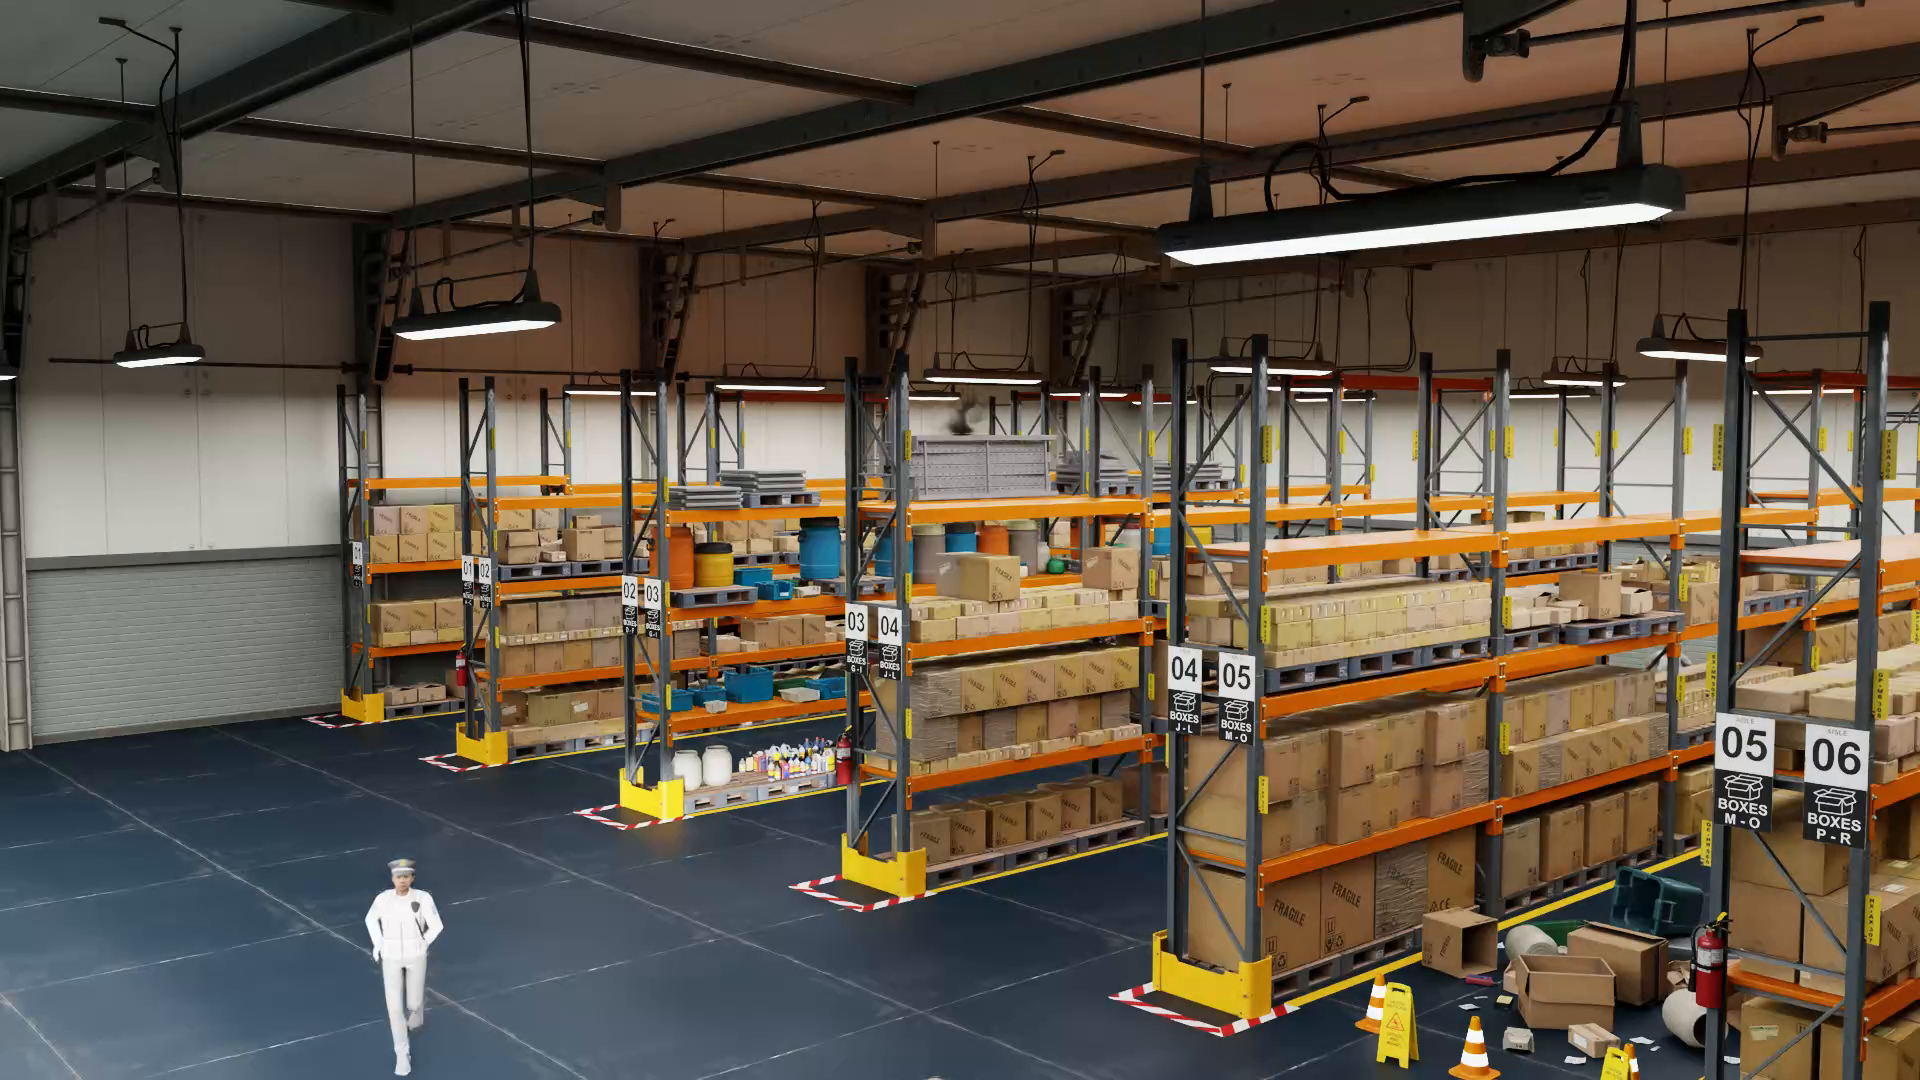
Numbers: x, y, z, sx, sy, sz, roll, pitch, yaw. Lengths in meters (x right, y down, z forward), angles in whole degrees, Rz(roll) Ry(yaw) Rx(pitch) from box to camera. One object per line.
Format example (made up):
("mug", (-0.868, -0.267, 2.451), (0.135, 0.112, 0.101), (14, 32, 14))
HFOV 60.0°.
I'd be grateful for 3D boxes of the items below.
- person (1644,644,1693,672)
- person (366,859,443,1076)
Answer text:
("person", (11.926, 2.468, 27.982), (0.785, 1.739, 0.610), (2, 4, 25))
("person", (-4.586, 3.438, 13.685), (0.593, 1.696, 0.843), (-1, 4, -14))
